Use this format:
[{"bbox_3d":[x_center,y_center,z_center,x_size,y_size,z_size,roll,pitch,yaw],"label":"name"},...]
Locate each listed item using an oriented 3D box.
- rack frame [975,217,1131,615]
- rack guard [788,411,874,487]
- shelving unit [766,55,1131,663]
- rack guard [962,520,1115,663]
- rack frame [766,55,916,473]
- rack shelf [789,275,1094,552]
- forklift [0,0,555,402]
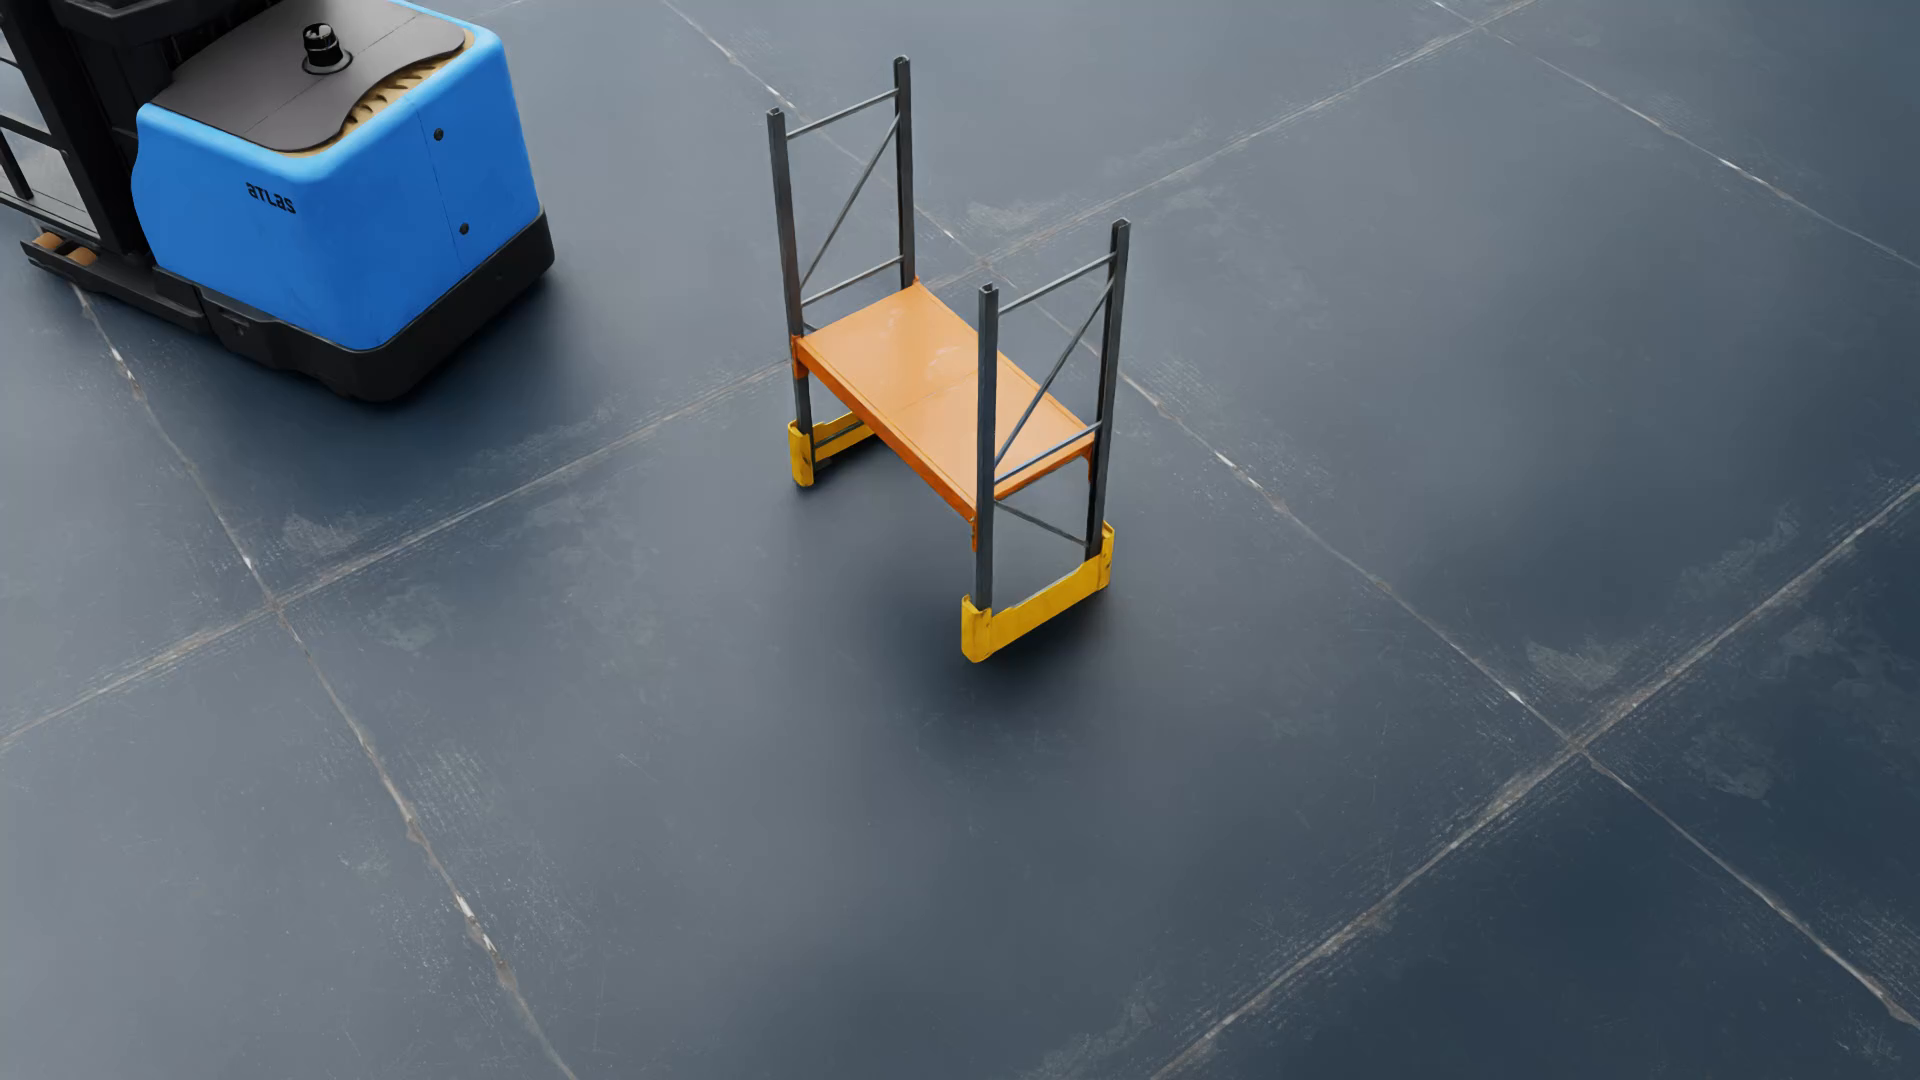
[{"bbox_3d":[0.256,-0.254,4.968,0.500,1.500,0.032,-29,54,-24],"label":"rack frame"},{"bbox_3d":[-0.348,-0.423,5.964,0.587,0.250,0.087,-29,54,-24],"label":"rack guard"},{"bbox_3d":[-0.046,-0.549,5.235,0.587,1.500,1.083,-29,54,-24],"label":"shelving unit"},{"bbox_3d":[0.255,0.165,5.432,0.587,0.250,0.087,-29,54,-24],"label":"rack guard"},{"bbox_3d":[-0.359,-0.854,5.512,0.500,1.500,0.032,-29,54,-24],"label":"rack frame"},{"bbox_3d":[-0.052,-0.433,5.373,0.538,0.185,1.000,-29,54,-24],"label":"rack shelf"},{"bbox_3d":[-3.164,-2.303,5.860,3.031,2.935,1.130,23,52,19],"label":"forklift"}]
